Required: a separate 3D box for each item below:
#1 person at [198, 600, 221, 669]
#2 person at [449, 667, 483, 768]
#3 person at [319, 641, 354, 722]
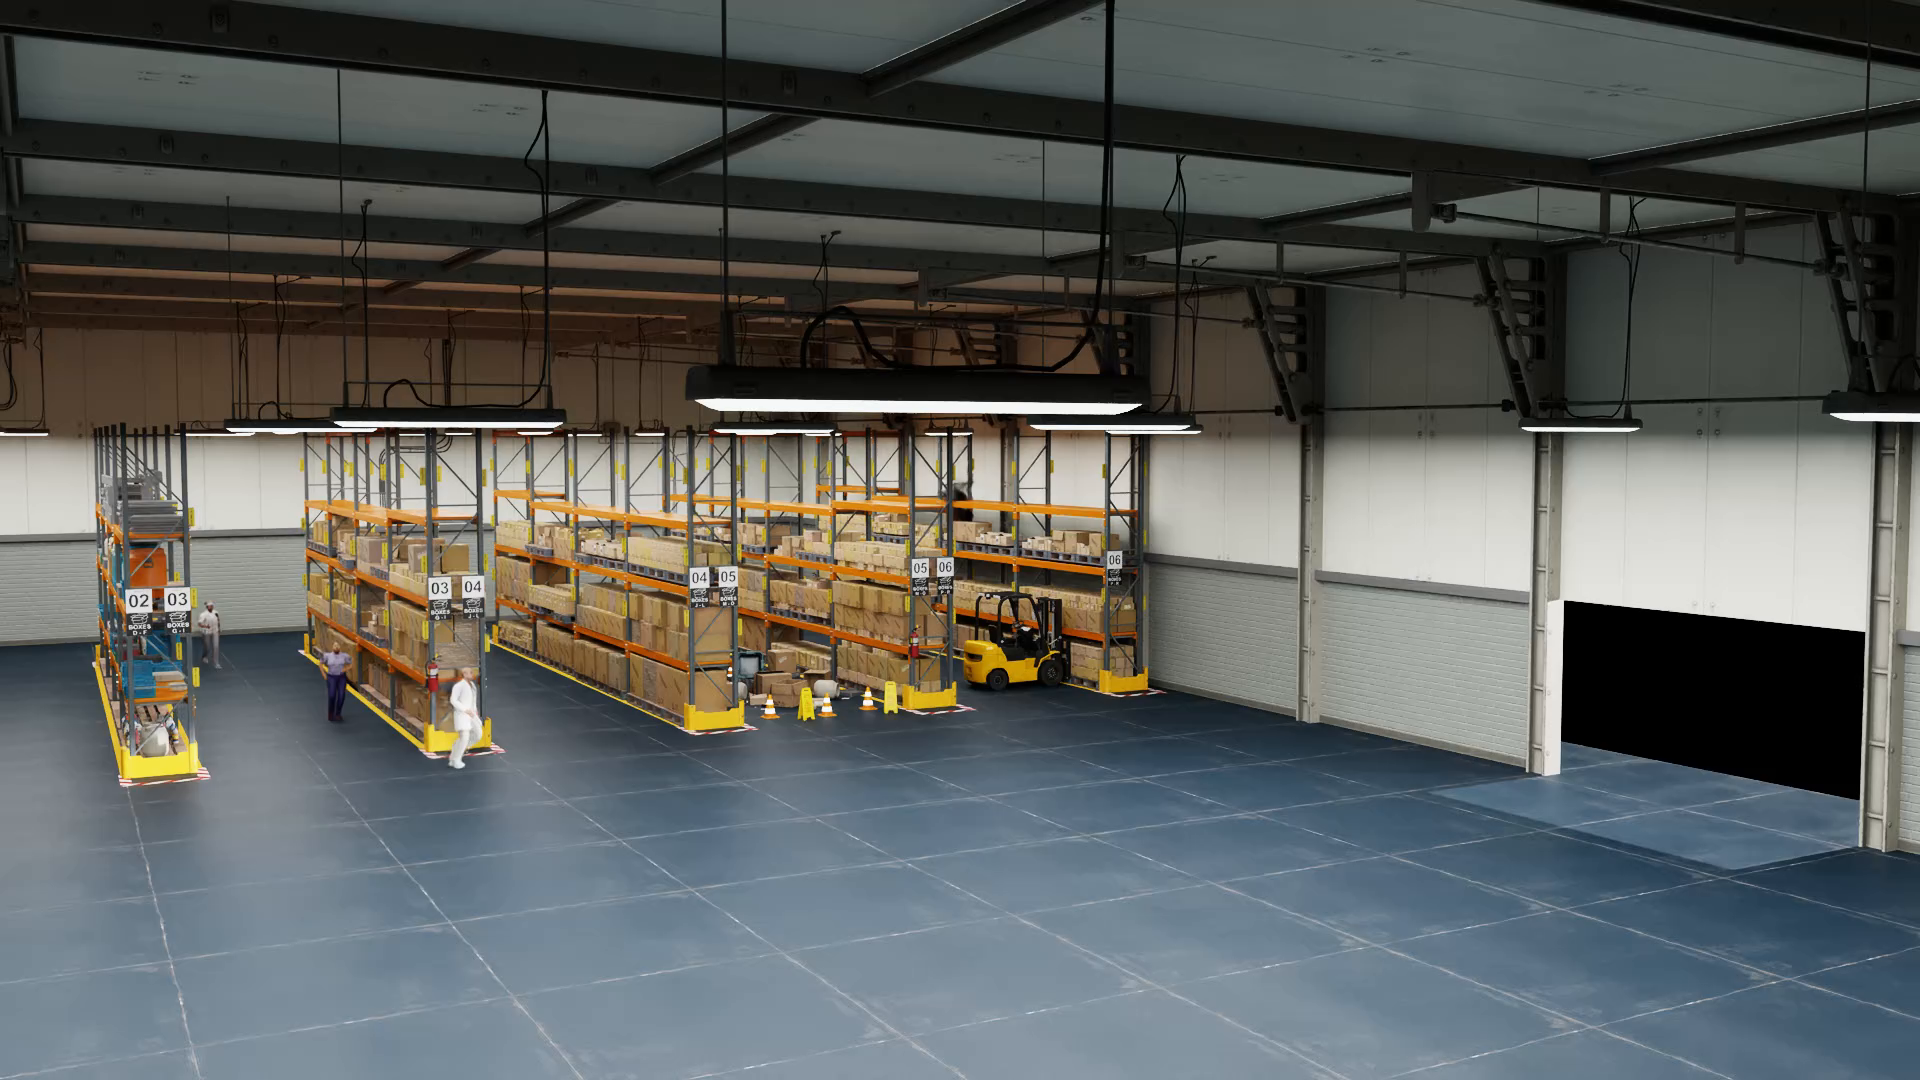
[{"bbox_3d":[-18.780,2.350,41.644,0.587,1.693,0.918,-3,5,-42],"label":"person"},{"bbox_3d":[-8.655,3.096,29.194,0.565,1.723,0.744,1,4,17],"label":"person"},{"bbox_3d":[-12.636,2.866,33.749,0.663,1.642,0.593,-2,4,-26],"label":"person"}]
